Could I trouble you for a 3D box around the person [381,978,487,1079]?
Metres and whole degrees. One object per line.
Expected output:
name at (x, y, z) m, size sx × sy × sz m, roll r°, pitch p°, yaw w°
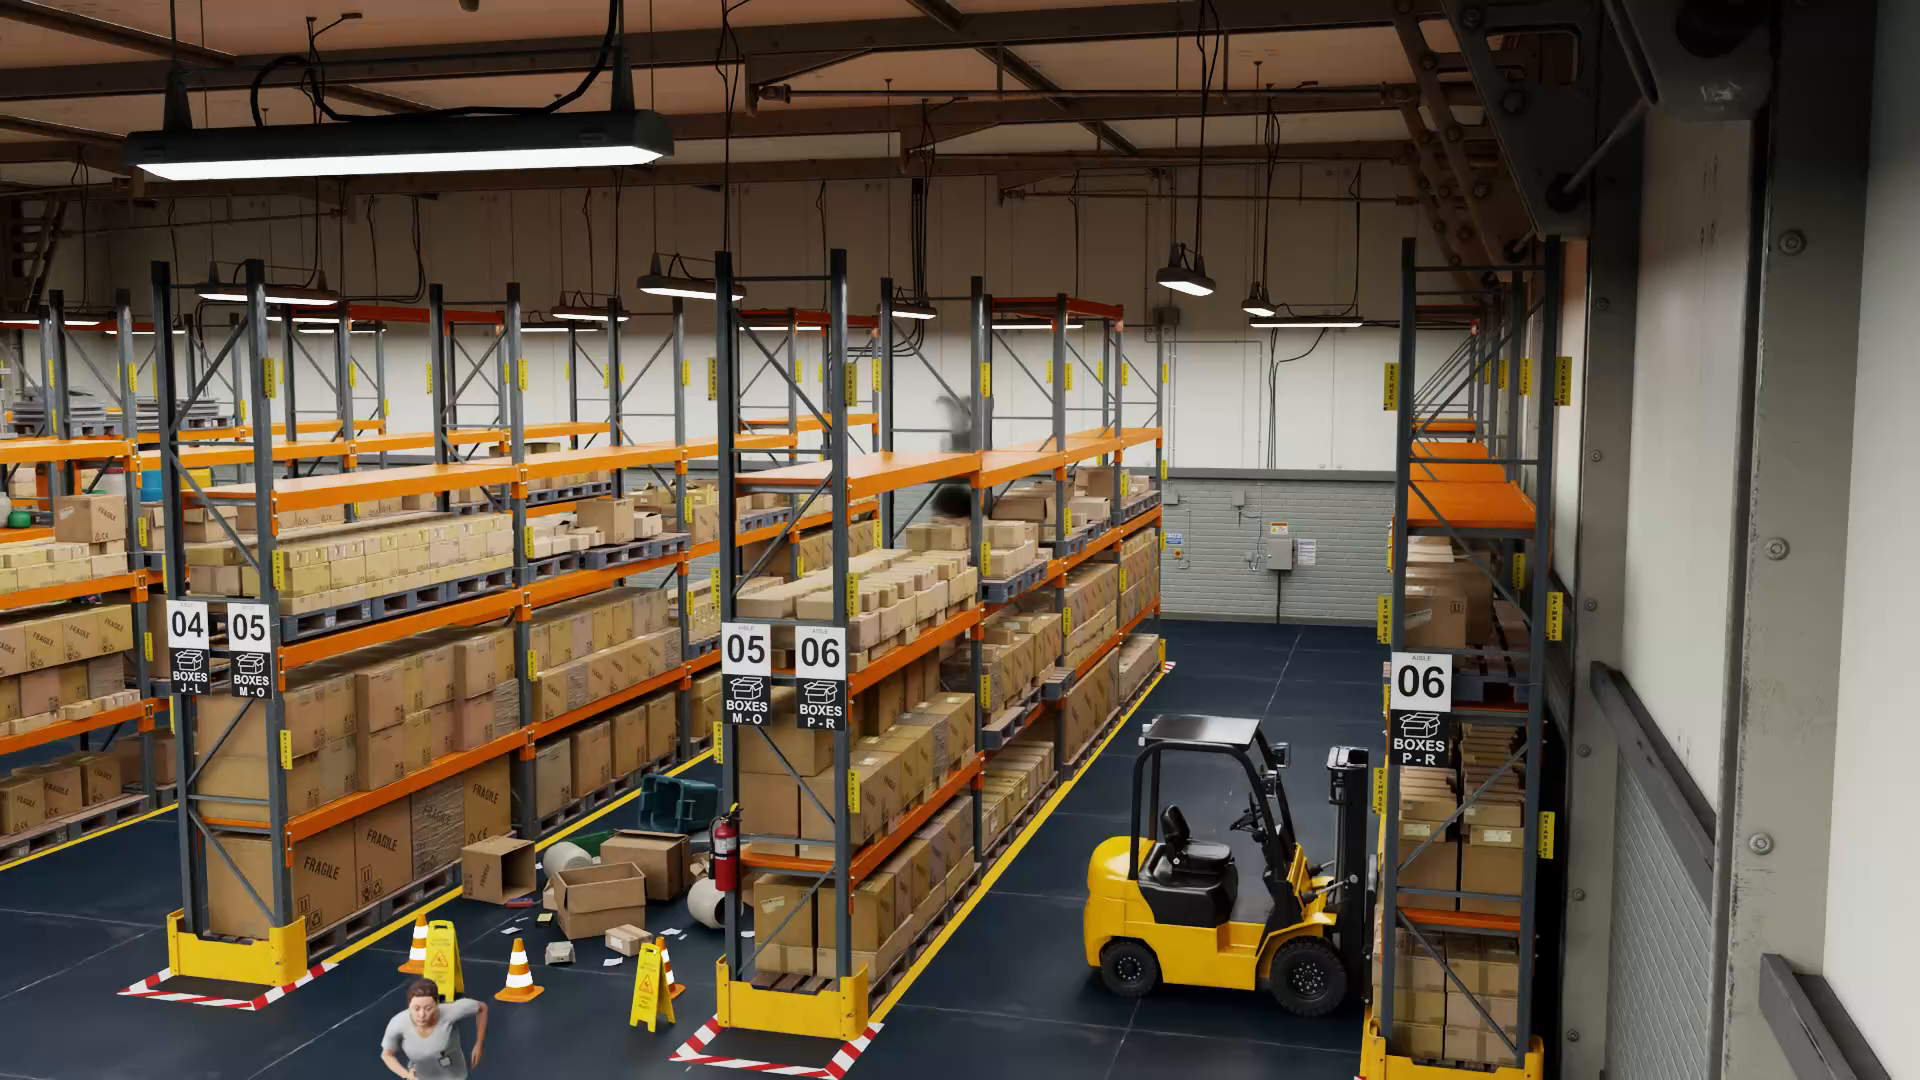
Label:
person at (-3.173, 3.337, 10.138) m, size 0.605 × 1.624 × 0.955 m, roll -1°, pitch 6°, yaw -10°
